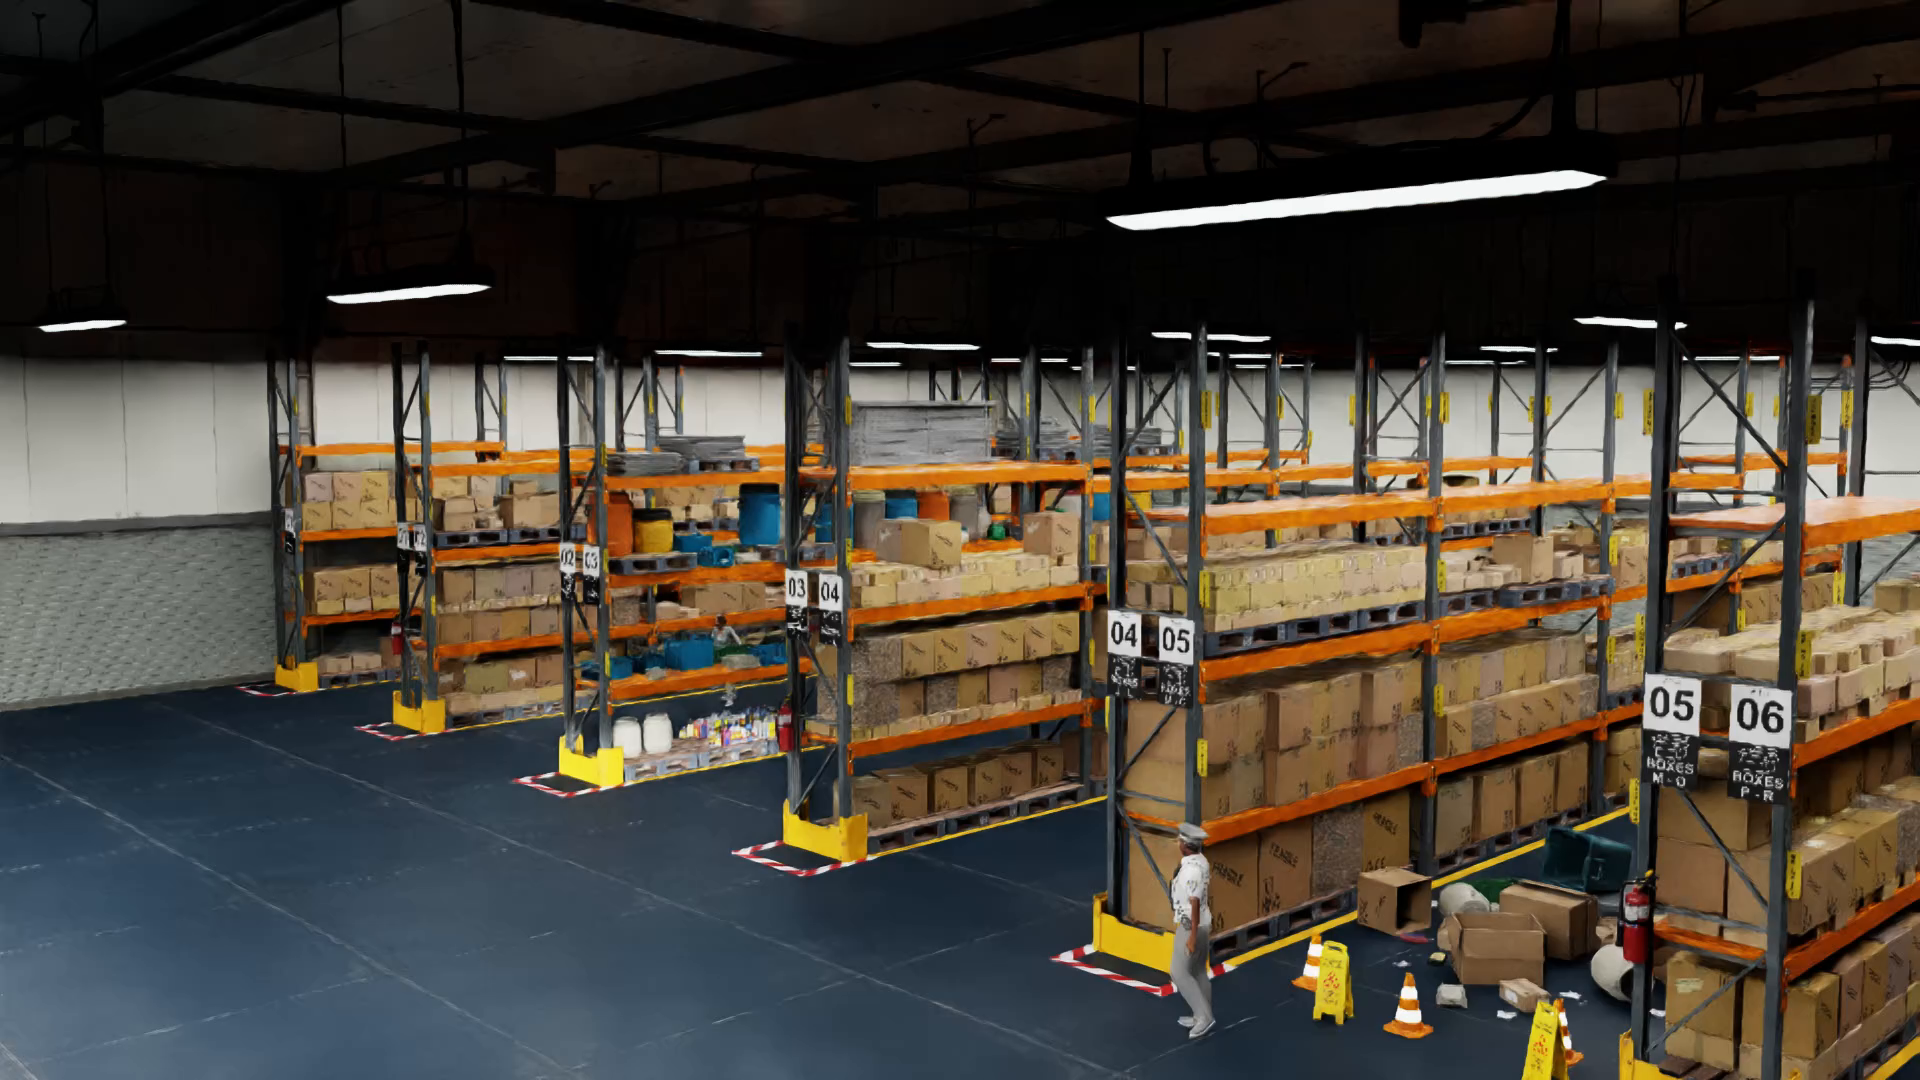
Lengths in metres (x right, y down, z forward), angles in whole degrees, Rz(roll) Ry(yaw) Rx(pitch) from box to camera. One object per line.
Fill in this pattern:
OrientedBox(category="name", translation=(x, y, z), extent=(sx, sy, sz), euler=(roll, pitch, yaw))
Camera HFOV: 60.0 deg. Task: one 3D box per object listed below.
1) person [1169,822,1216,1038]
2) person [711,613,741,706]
OrientedBox(category="person", translation=(1.898, 3.156, 13.509), extent=(0.390, 1.669, 0.574), euler=(1, 5, 15))
OrientedBox(category="person", translation=(-3.920, 1.988, 27.960), extent=(0.562, 1.495, 0.782), euler=(3, 6, 29))
